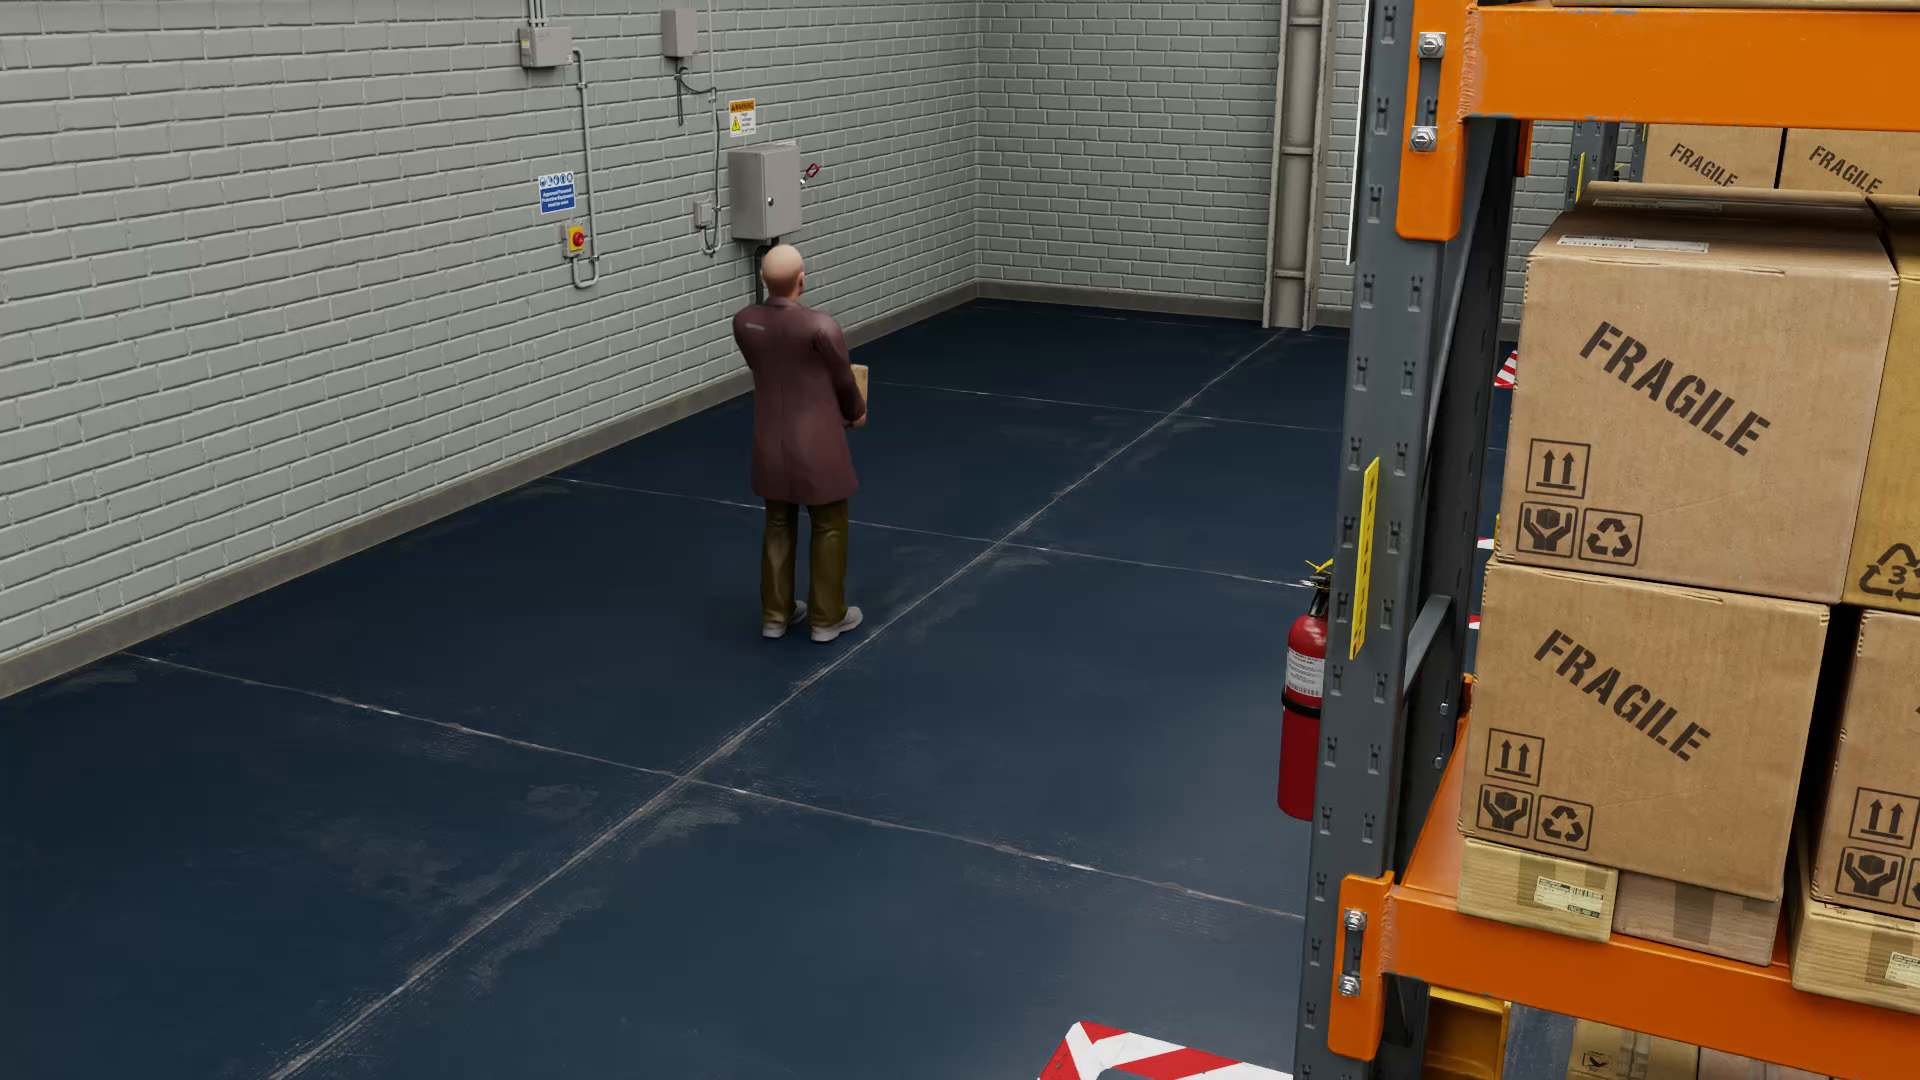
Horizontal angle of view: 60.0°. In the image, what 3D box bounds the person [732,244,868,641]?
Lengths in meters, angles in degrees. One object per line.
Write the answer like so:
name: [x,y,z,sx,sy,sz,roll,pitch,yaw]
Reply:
person: [-0.667,-0.445,7.405,0.525,1.776,0.554,8,21,23]
